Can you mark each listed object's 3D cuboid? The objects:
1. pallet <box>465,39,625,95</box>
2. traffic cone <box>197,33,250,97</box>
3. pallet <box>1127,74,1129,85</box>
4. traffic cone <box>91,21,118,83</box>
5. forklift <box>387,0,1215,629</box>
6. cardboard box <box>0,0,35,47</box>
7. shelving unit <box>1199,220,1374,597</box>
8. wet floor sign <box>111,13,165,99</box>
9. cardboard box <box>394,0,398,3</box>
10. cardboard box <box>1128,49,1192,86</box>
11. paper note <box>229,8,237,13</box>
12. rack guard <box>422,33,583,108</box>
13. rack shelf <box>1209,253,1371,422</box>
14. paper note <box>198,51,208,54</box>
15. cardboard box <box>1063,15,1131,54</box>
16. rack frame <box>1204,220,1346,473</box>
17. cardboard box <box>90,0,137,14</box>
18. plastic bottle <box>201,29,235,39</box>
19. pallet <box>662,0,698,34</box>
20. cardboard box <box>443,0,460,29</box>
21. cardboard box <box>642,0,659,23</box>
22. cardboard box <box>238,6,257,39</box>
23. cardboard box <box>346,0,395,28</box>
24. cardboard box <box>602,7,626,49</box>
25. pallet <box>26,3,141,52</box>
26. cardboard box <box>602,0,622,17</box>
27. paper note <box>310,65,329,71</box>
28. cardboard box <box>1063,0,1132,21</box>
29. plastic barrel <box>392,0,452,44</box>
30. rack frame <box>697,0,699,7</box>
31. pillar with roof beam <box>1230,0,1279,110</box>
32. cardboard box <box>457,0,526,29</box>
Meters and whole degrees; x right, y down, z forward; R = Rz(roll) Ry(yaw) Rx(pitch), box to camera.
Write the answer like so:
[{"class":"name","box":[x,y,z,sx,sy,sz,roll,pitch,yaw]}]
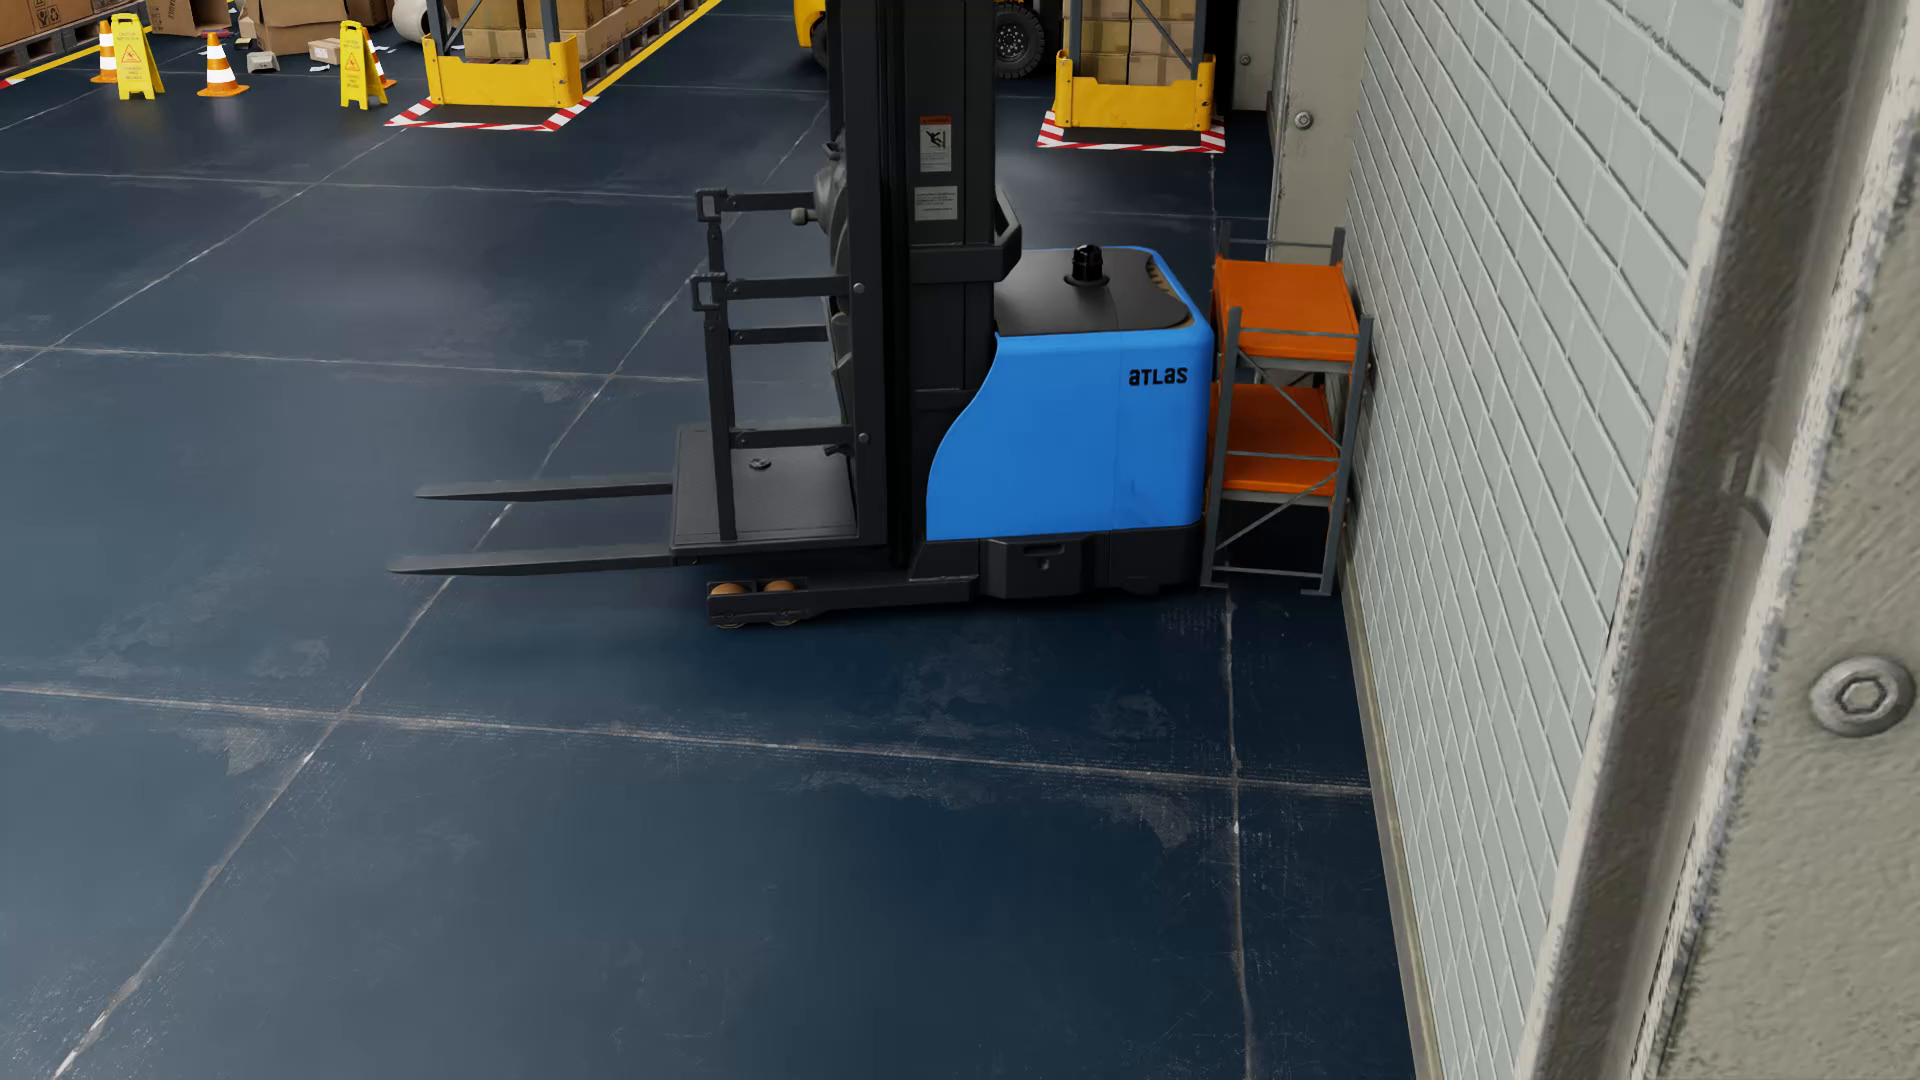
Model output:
[{"class":"pallet","box":[-3.469,-3.972,13.899,1.003,0.211,1.213,3,28,6]},{"class":"traffic cone","box":[-5.984,-3.848,13.405,0.336,0.463,0.334,3,28,6]},{"class":"pallet","box":[1.366,-3.631,13.268,1.003,0.211,1.213,3,28,6]},{"class":"traffic cone","box":[-7.063,-4.074,13.824,0.336,0.463,0.334,3,28,6]},{"class":"forklift","box":[-0.633,-1.227,5.937,3.031,2.935,1.130,-3,28,-6]},{"class":"cardboard box","box":[-8.520,-4.596,13.915,0.875,0.875,0.875,4,29,6]},{"class":"shelving unit","box":[1.238,-0.543,6.553,0.538,1.125,1.048,4,28,5]},{"class":"wet floor sign","box":[-6.576,-3.858,13.231,0.267,0.644,0.232,-1,28,-3]},{"class":"cardboard box","box":[-5.352,-5.204,16.129,0.258,0.266,0.396,-17,33,-29]},{"class":"cardboard box","box":[1.568,-3.691,12.894,0.500,0.250,0.500,3,29,6]},{"class":"paper note","box":[-7.231,-5.230,16.425,0.147,0.020,0.142,-17,33,-29]},{"class":"rack guard","box":[-3.603,-3.718,13.125,1.175,0.500,0.348,3,28,6]},{"class":"rack shelf","box":[1.247,-0.801,6.415,0.538,0.278,1.000,4,28,5]},{"class":"paper note","box":[-6.666,-4.335,14.766,0.144,0.017,0.142,14,31,24]},{"class":"cardboard box","box":[1.064,-3.938,12.826,0.500,0.250,0.500,3,28,6]},{"class":"rack frame","box":[1.292,-0.781,7.000,0.500,1.125,0.032,4,28,5]},{"class":"cardboard box","box":[-8.301,-5.439,15.481,0.875,0.875,0.875,4,29,7]},{"class":"plastic bottle","box":[-6.856,-4.682,15.377,0.283,0.061,0.133,-6,29,-11]},{"class":"pallet","box":[-3.170,-5.120,16.031,1.003,0.211,1.213,3,28,6]},{"class":"cardboard box","box":[-4.604,-5.141,15.763,0.500,0.500,0.500,-24,36,-37]},{"class":"cardboard box","box":[-3.050,-4.856,15.057,0.500,0.250,0.500,4,29,7]},{"class":"cardboard box","box":[-6.430,-4.786,15.354,0.396,0.266,0.258,8,29,15]},{"class":"cardboard box","box":[-5.804,-5.158,15.651,0.797,0.637,0.503,3,28,6]},{"class":"cardboard box","box":[-3.169,-4.361,14.138,0.500,0.250,0.500,4,29,8]},{"class":"pallet","box":[-8.365,-4.749,15.343,1.003,0.211,1.213,3,28,6]},{"class":"cardboard box","box":[-3.177,-4.709,13.993,0.500,0.500,0.500,2,28,4]},{"class":"paper note","box":[-5.472,-4.037,14.210,0.148,0.019,0.142,-6,29,-11]},{"class":"cardboard box","box":[1.061,-4.146,12.685,0.500,0.250,0.500,4,29,8]},{"class":"plastic barrel","box":[-4.862,-4.709,15.045,0.421,0.421,0.512,-24,36,-37]},{"class":"rack frame","box":[-3.122,-6.666,15.961,1.000,3.000,0.127,3,28,6]},{"class":"pillar with roof beam","box":[-1.979,-7.663,11.486,9.100,9.000,0.400,3,28,6]},{"class":"cardboard box","box":[-3.773,-4.480,13.568,0.500,0.500,0.500,4,29,7]}]
